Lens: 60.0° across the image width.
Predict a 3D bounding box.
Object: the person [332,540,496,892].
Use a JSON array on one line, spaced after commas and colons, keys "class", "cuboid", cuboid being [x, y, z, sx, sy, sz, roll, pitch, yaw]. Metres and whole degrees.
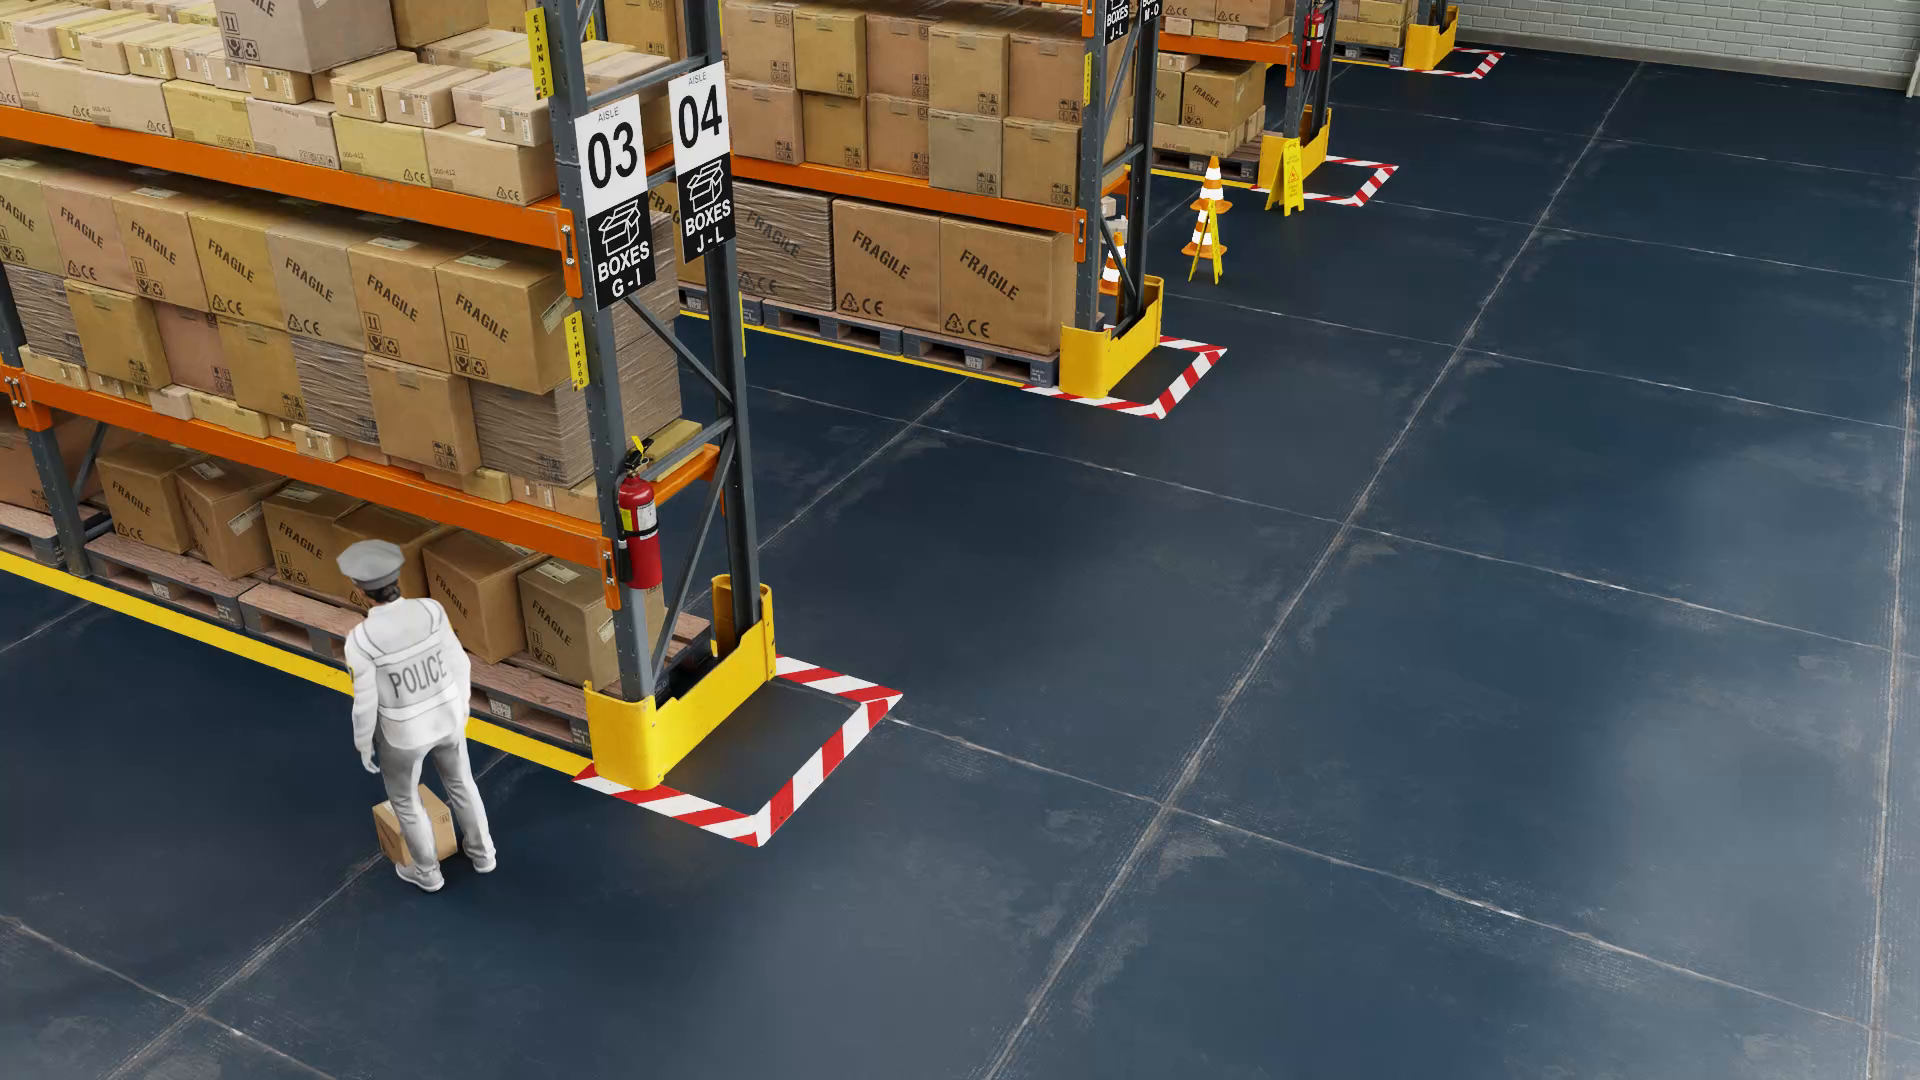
[{"class": "person", "cuboid": [-2.293, 0.773, 6.955, 0.416, 1.663, 0.544, 26, 39, 37]}]
